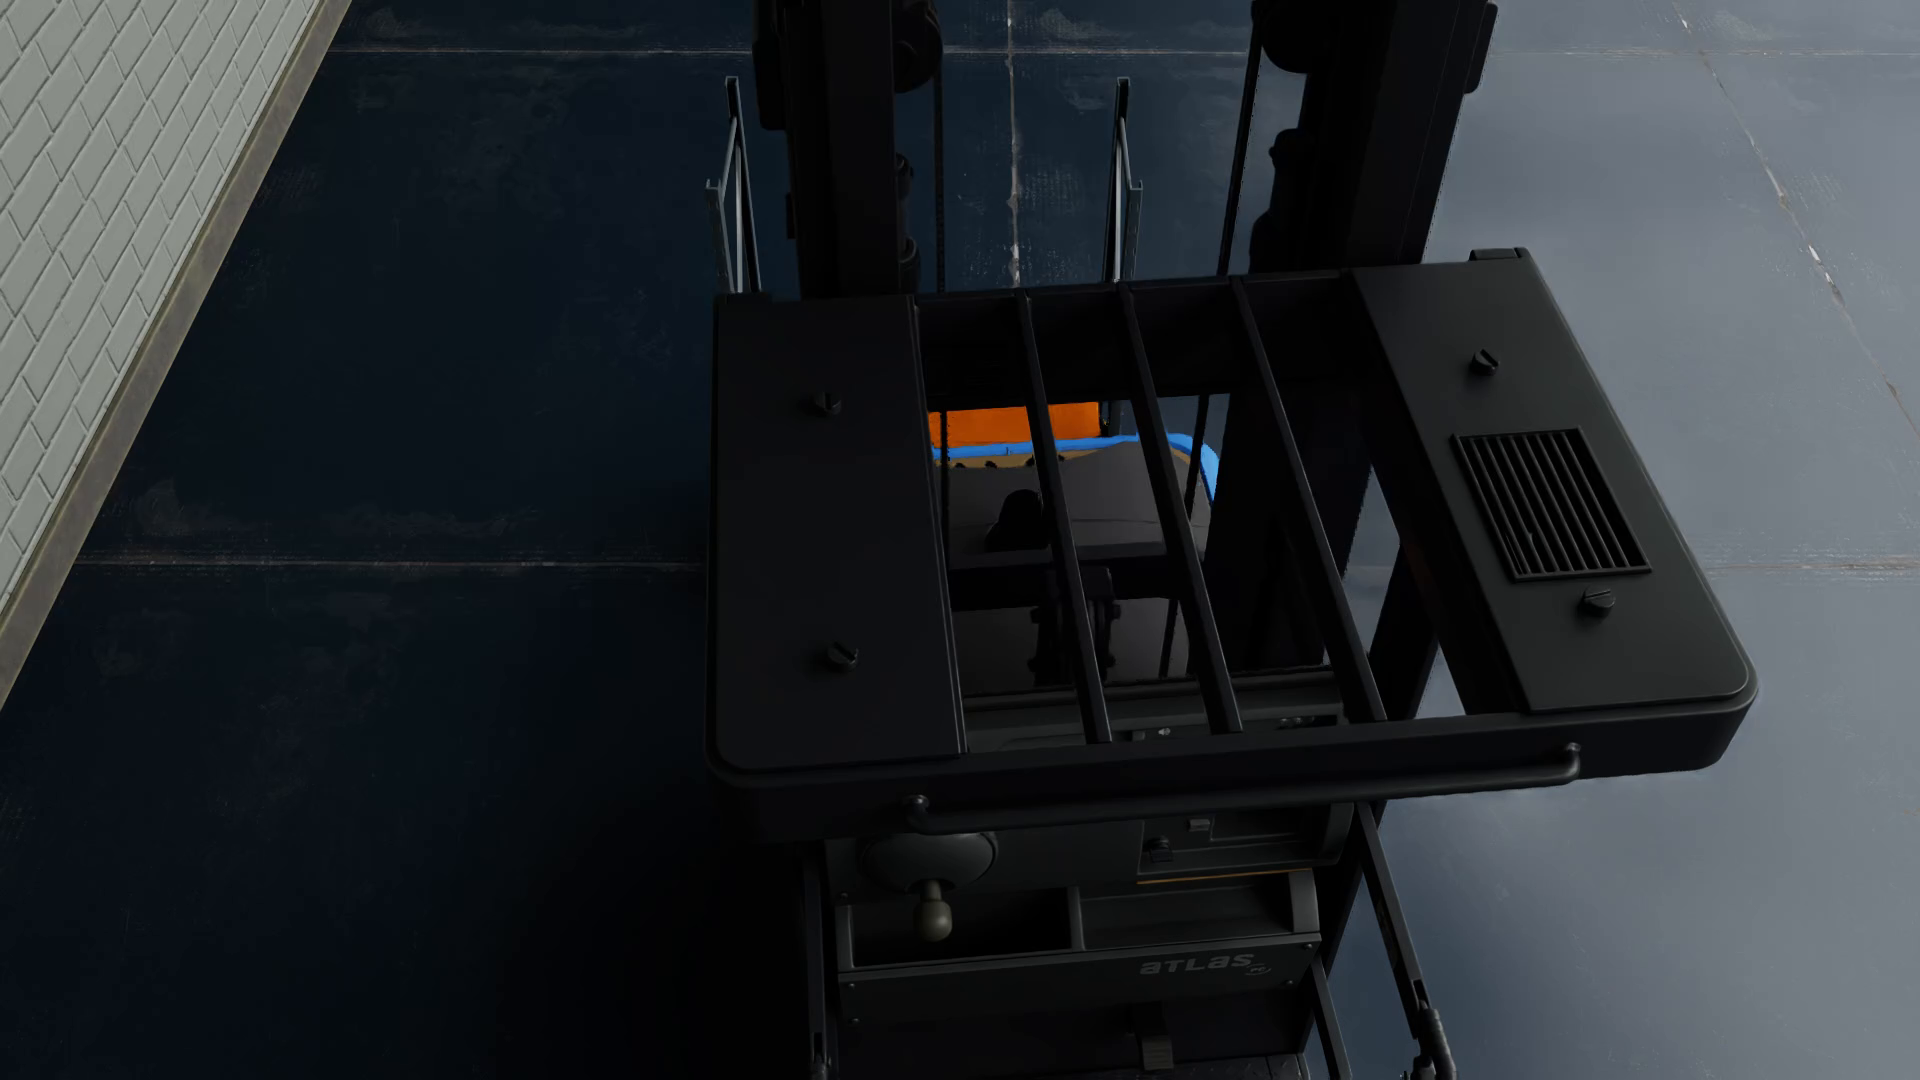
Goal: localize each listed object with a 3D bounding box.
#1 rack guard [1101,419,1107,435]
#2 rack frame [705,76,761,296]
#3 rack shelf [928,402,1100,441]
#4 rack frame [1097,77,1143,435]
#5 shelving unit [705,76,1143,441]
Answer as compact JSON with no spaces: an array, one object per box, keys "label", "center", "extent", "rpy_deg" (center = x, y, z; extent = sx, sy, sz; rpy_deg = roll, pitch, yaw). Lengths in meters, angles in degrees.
[{"label":"rack guard","center":[0.422,-0.084,5.157],"extent":[0.087,0.250,0.587],"rpy_deg":[0,47,0]},{"label":"rack frame","center":[-0.594,-0.513,4.703],"extent":[0.032,1.500,0.500],"rpy_deg":[0,47,0]},{"label":"rack shelf","center":[-0.085,-0.434,4.784],"extent":[0.952,0.026,0.459],"rpy_deg":[0,47,0]},{"label":"rack frame","center":[0.423,-0.510,4.700],"extent":[0.032,1.500,0.500],"rpy_deg":[0,47,0]},{"label":"shelving unit","center":[-0.076,-0.511,4.701],"extent":[1.083,1.500,0.587],"rpy_deg":[0,47,0]}]
